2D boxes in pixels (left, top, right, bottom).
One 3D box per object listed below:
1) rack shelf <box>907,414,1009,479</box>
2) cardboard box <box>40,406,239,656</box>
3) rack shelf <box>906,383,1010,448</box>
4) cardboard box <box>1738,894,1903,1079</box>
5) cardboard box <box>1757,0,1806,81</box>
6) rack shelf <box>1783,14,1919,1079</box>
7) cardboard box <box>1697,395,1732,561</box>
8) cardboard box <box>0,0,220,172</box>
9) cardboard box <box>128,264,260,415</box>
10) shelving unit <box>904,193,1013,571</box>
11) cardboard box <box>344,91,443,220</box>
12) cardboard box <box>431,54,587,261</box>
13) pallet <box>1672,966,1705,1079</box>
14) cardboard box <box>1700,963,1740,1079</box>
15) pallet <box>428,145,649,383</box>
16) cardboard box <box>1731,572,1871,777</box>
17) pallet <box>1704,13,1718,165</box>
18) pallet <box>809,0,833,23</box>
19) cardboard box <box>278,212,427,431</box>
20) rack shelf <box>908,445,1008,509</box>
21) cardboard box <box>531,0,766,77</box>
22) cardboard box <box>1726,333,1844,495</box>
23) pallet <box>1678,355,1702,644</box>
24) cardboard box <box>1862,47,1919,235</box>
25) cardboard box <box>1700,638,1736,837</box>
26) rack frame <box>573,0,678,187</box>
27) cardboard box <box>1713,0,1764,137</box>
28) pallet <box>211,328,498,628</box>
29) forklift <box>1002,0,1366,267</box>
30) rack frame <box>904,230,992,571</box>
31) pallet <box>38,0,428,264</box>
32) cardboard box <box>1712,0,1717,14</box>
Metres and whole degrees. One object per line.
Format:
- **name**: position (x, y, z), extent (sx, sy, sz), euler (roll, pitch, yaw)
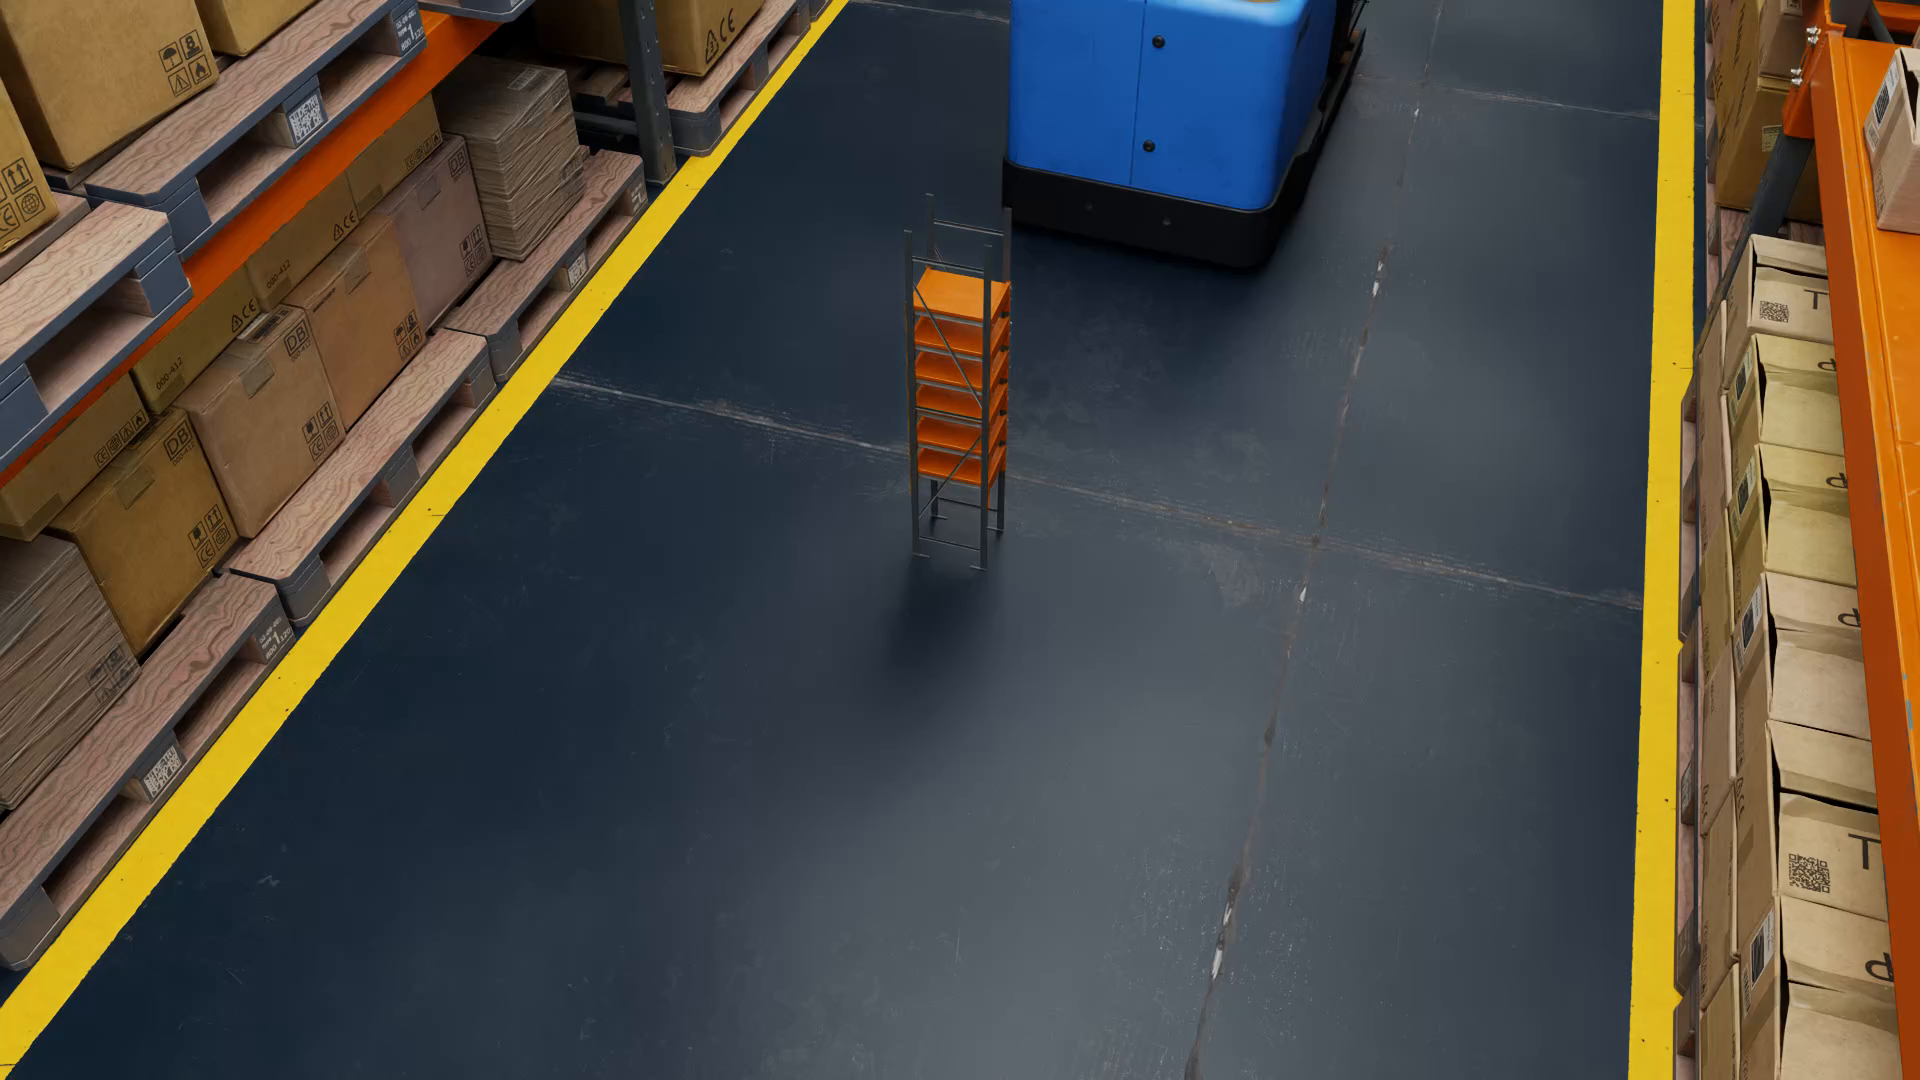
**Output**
- **rack shelf**: position (-0.004, -0.302, 4.936), extent (0.258, 0.103, 0.180), euler (13, 46, 12)
- **cardboard box**: position (-2.543, -0.088, 4.668), extent (0.700, 0.500, 0.500), euler (12, 46, 12)
- **rack shelf**: position (-0.004, -0.387, 4.852), extent (0.258, 0.103, 0.180), euler (13, 46, 12)
- **cardboard box**: position (1.864, 1.025, 3.322), extent (0.500, 0.311, 0.500), euler (14, 46, 14)
- **cardboard box**: position (3.147, -1.838, 5.920), extent (0.500, 0.250, 0.500), euler (14, 46, 14)
- **rack shelf**: position (2.469, -0.004, 3.624), extent (1.077, 0.370, 4.000), euler (13, 46, 13)
- **cardboard box**: position (2.485, -0.140, 4.914), extent (0.500, 0.250, 0.500), euler (11, 46, 11)
- **cardboard box**: position (-2.327, -1.317, 4.065), extent (0.700, 0.500, 0.500), euler (19, 47, 18)
- **cardboard box**: position (-2.368, -0.643, 4.699), extent (0.500, 0.250, 0.500), euler (11, 46, 11)
- **shelving unit**: position (-0.004, -0.419, 4.820), extent (0.258, 1.200, 0.189), euler (13, 46, 13)
- **cardboard box**: position (-2.048, -1.315, 5.386), extent (0.500, 0.250, 0.500), euler (13, 46, 13)
- **cardboard box**: position (-1.816, -1.414, 6.023), extent (0.700, 0.500, 0.500), euler (13, 46, 13)
- **pallet**: position (2.049, 1.569, 3.496), extent (1.003, 0.211, 1.213), euler (13, 46, 13)
- **cardboard box**: position (1.867, 1.230, 3.514), extent (0.500, 0.250, 0.500), euler (12, 46, 12)
- **pallet**: position (-1.886, -1.124, 6.248), extent (1.003, 0.211, 1.213), euler (13, 46, 13)
- **cardboard box**: position (2.173, 0.359, 4.003), extent (0.500, 0.311, 0.500), euler (12, 46, 12)
- **pallet**: position (3.708, -1.898, 7.039), extent (1.003, 0.211, 1.213), euler (13, 46, 13)
- **pallet**: position (-0.966, -2.965, 8.129), extent (1.003, 0.211, 1.213), euler (13, 46, 13)
- **cardboard box**: position (-2.206, -0.758, 5.353), extent (0.700, 0.500, 0.500), euler (12, 46, 12)
- **rack shelf**: position (-0.004, -0.216, 5.019), extent (0.258, 0.103, 0.180), euler (13, 46, 12)
- **cardboard box**: position (-1.300, -2.485, 6.882), extent (0.750, 0.750, 0.750), euler (12, 46, 12)
- **cardboard box**: position (2.485, -0.323, 4.701), extent (0.500, 0.311, 0.500), euler (11, 46, 12)
- **pallet**: position (2.788, -0.057, 5.158), extent (1.003, 0.211, 1.213), euler (13, 46, 13)
- **cardboard box**: position (2.619, -1.008, 4.199), extent (0.500, 0.311, 0.500), euler (12, 46, 12)
- **cardboard box**: position (2.177, 0.550, 4.209), extent (0.500, 0.250, 0.500), euler (13, 46, 13)
- **rack frame**: position (-1.648, -2.641, 5.804), extent (1.000, 3.000, 0.127), euler (13, 46, 13)
- **cardboard box**: position (3.291, -1.876, 6.495), extent (0.500, 0.500, 0.500), euler (11, 45, 11)
- **pallet**: position (-2.257, -0.314, 5.419), extent (1.003, 0.211, 1.213), euler (13, 46, 13)
- **forklift**: position (1.154, -3.108, 6.331), extent (1.130, 2.935, 3.031), euler (15, 46, 14)
- **rack frame**: position (-0.032, -0.358, 4.758), extent (0.240, 1.200, 0.006), euler (13, 46, 13)
- **pallet**: position (-2.208, -1.245, 4.514), extent (1.003, 0.211, 1.213), euler (13, 46, 13)
- **cardboard box**: position (3.598, -2.564, 7.199), extent (0.500, 0.500, 0.500), euler (13, 46, 13)
